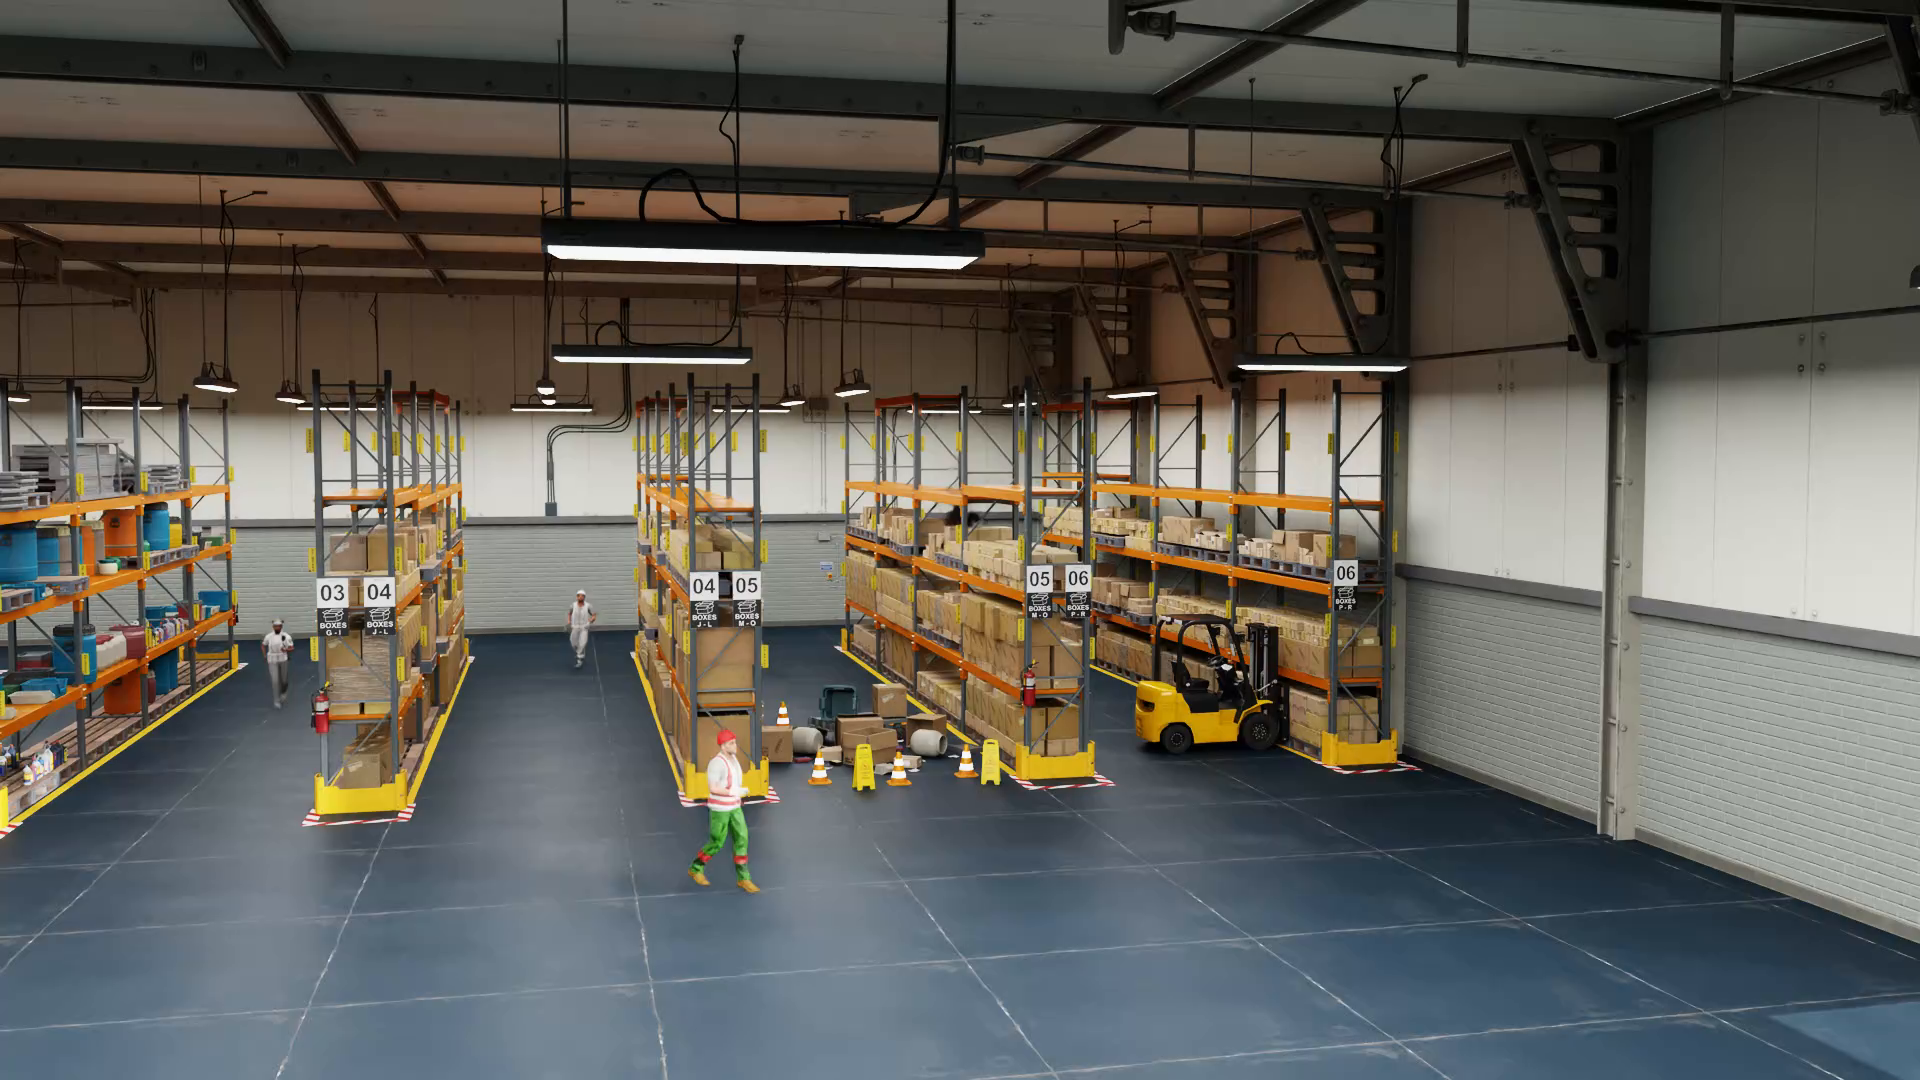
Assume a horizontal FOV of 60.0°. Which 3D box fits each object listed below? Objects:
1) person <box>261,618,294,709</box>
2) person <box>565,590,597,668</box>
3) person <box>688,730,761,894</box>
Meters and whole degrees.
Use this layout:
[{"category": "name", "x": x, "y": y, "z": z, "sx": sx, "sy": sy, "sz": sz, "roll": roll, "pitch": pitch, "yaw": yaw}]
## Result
[{"category": "person", "x": -12.975, "y": 2.318, "z": 31.638, "sx": 0.583, "sy": 1.675, "sz": 0.924, "roll": -1, "pitch": 4, "yaw": -24}, {"category": "person", "x": -8.500, "y": 1.994, "z": 37.319, "sx": 0.672, "sy": 1.736, "sz": 0.608, "roll": 0, "pitch": 3, "yaw": -3}, {"category": "person", "x": -2.637, "y": 3.027, "z": 18.616, "sx": 0.854, "sy": 1.829, "sz": 0.668, "roll": 1, "pitch": 4, "yaw": 23}]
